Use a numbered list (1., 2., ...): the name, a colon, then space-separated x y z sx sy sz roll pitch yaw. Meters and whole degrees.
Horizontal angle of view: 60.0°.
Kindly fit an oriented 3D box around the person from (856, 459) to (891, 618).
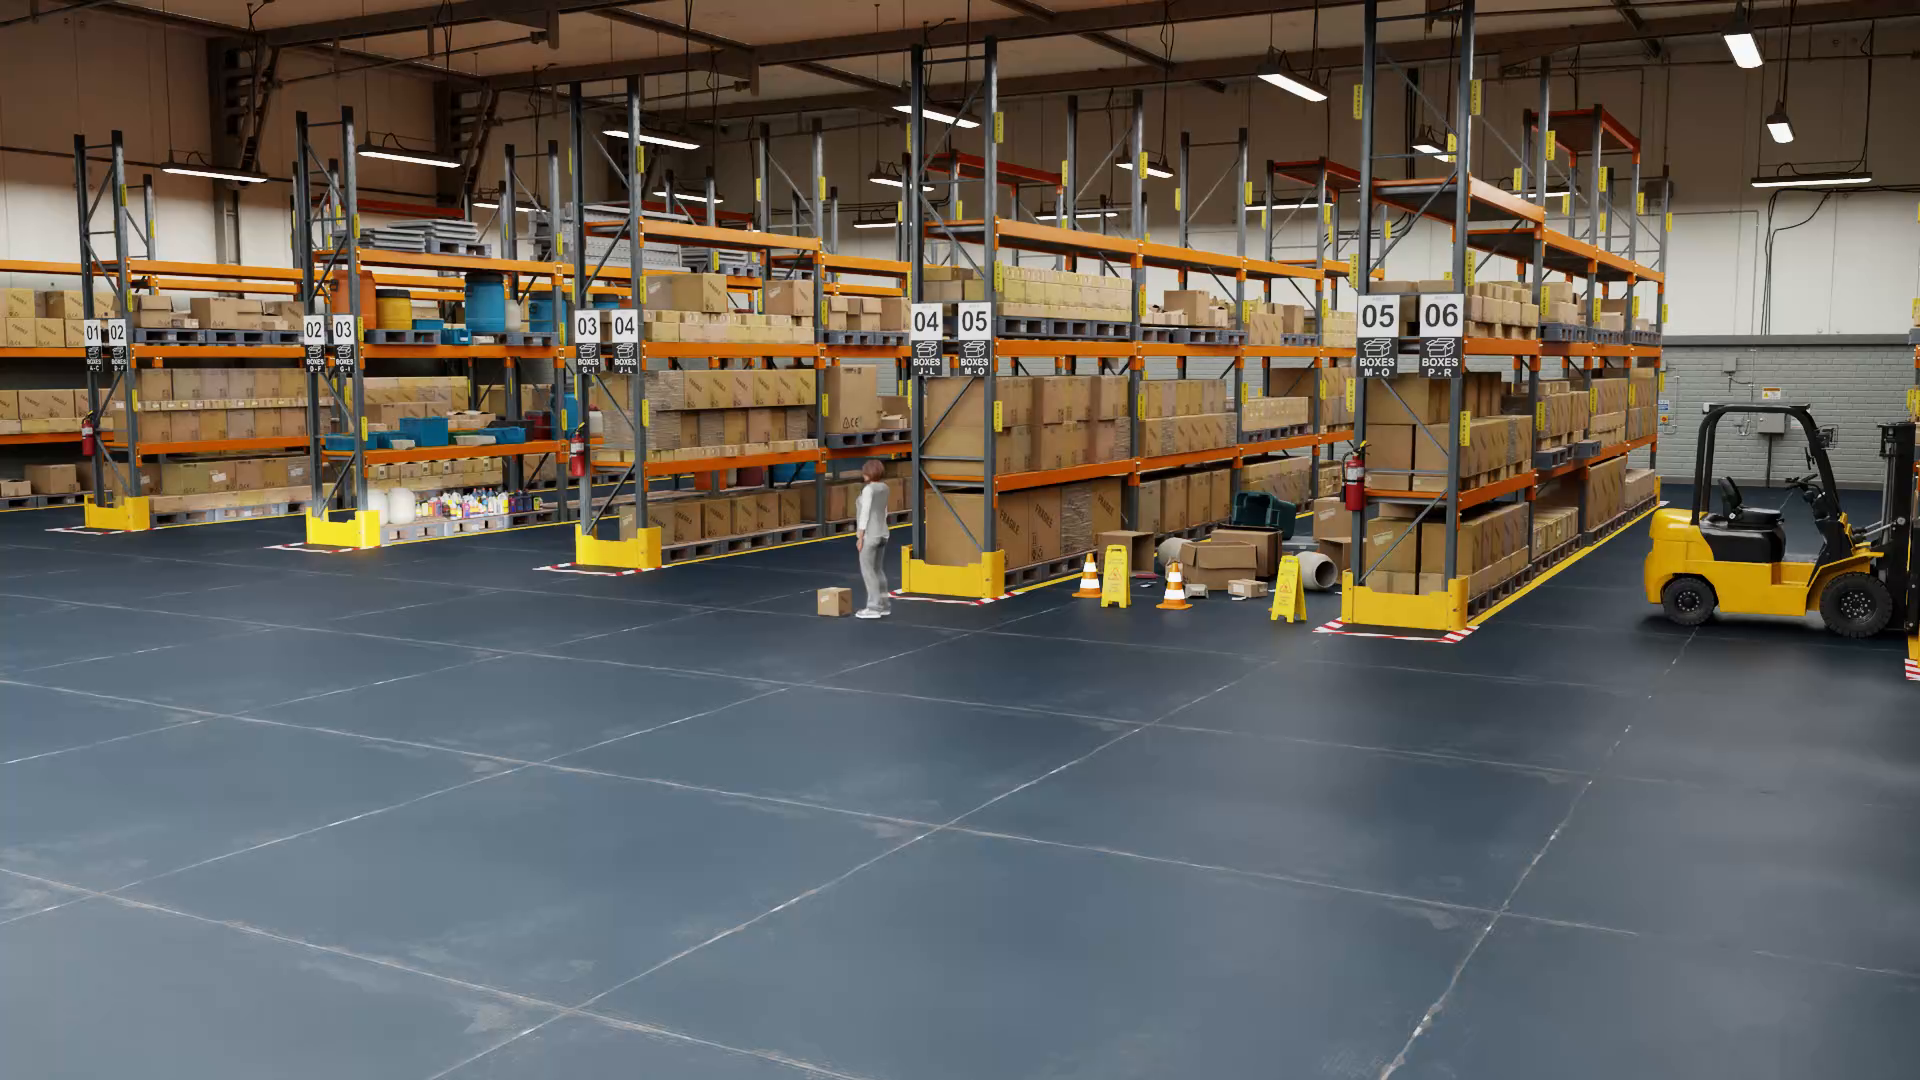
1. person: -0.879 -0.012 16.685 0.309 1.595 0.406 4 7 30
